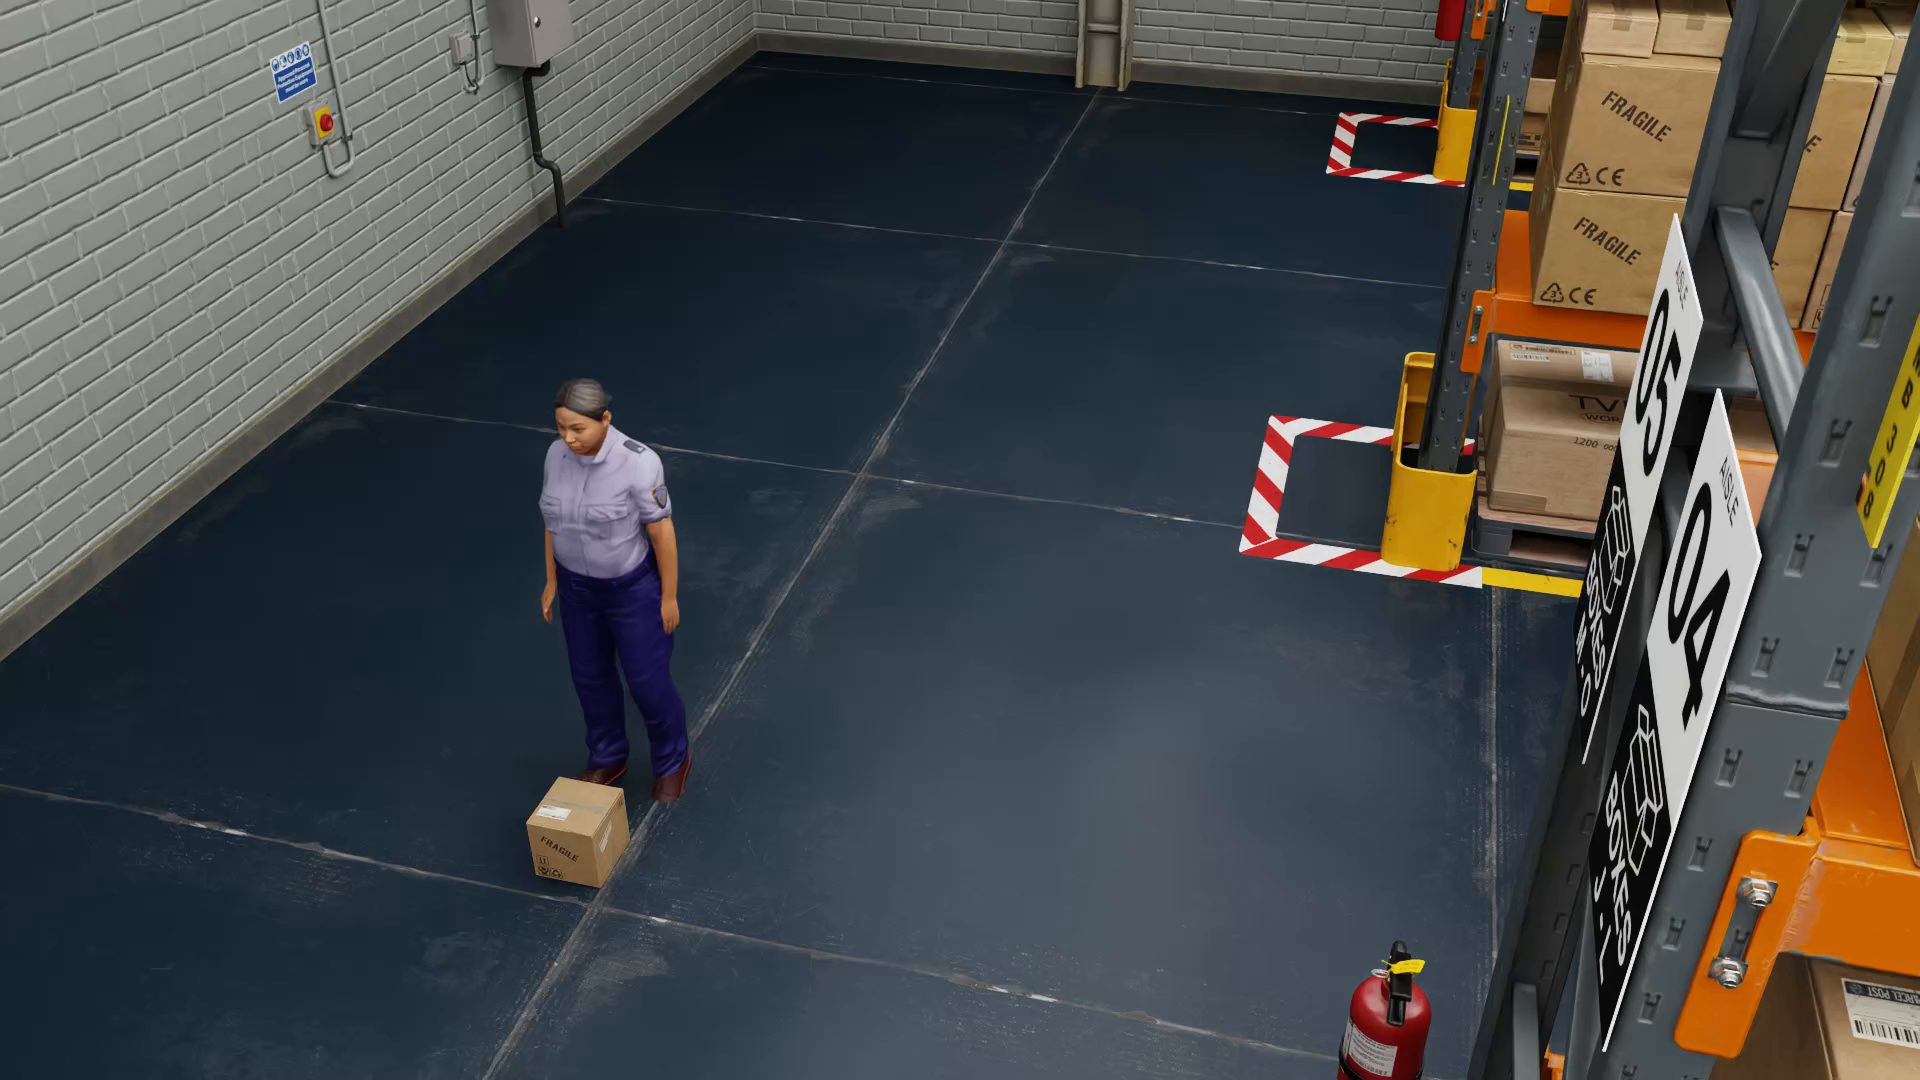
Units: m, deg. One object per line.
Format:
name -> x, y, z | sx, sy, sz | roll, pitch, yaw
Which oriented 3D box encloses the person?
person -> -1.254, 0.251, 5.830 | 0.513, 1.723, 0.472 | 14, 36, 20
